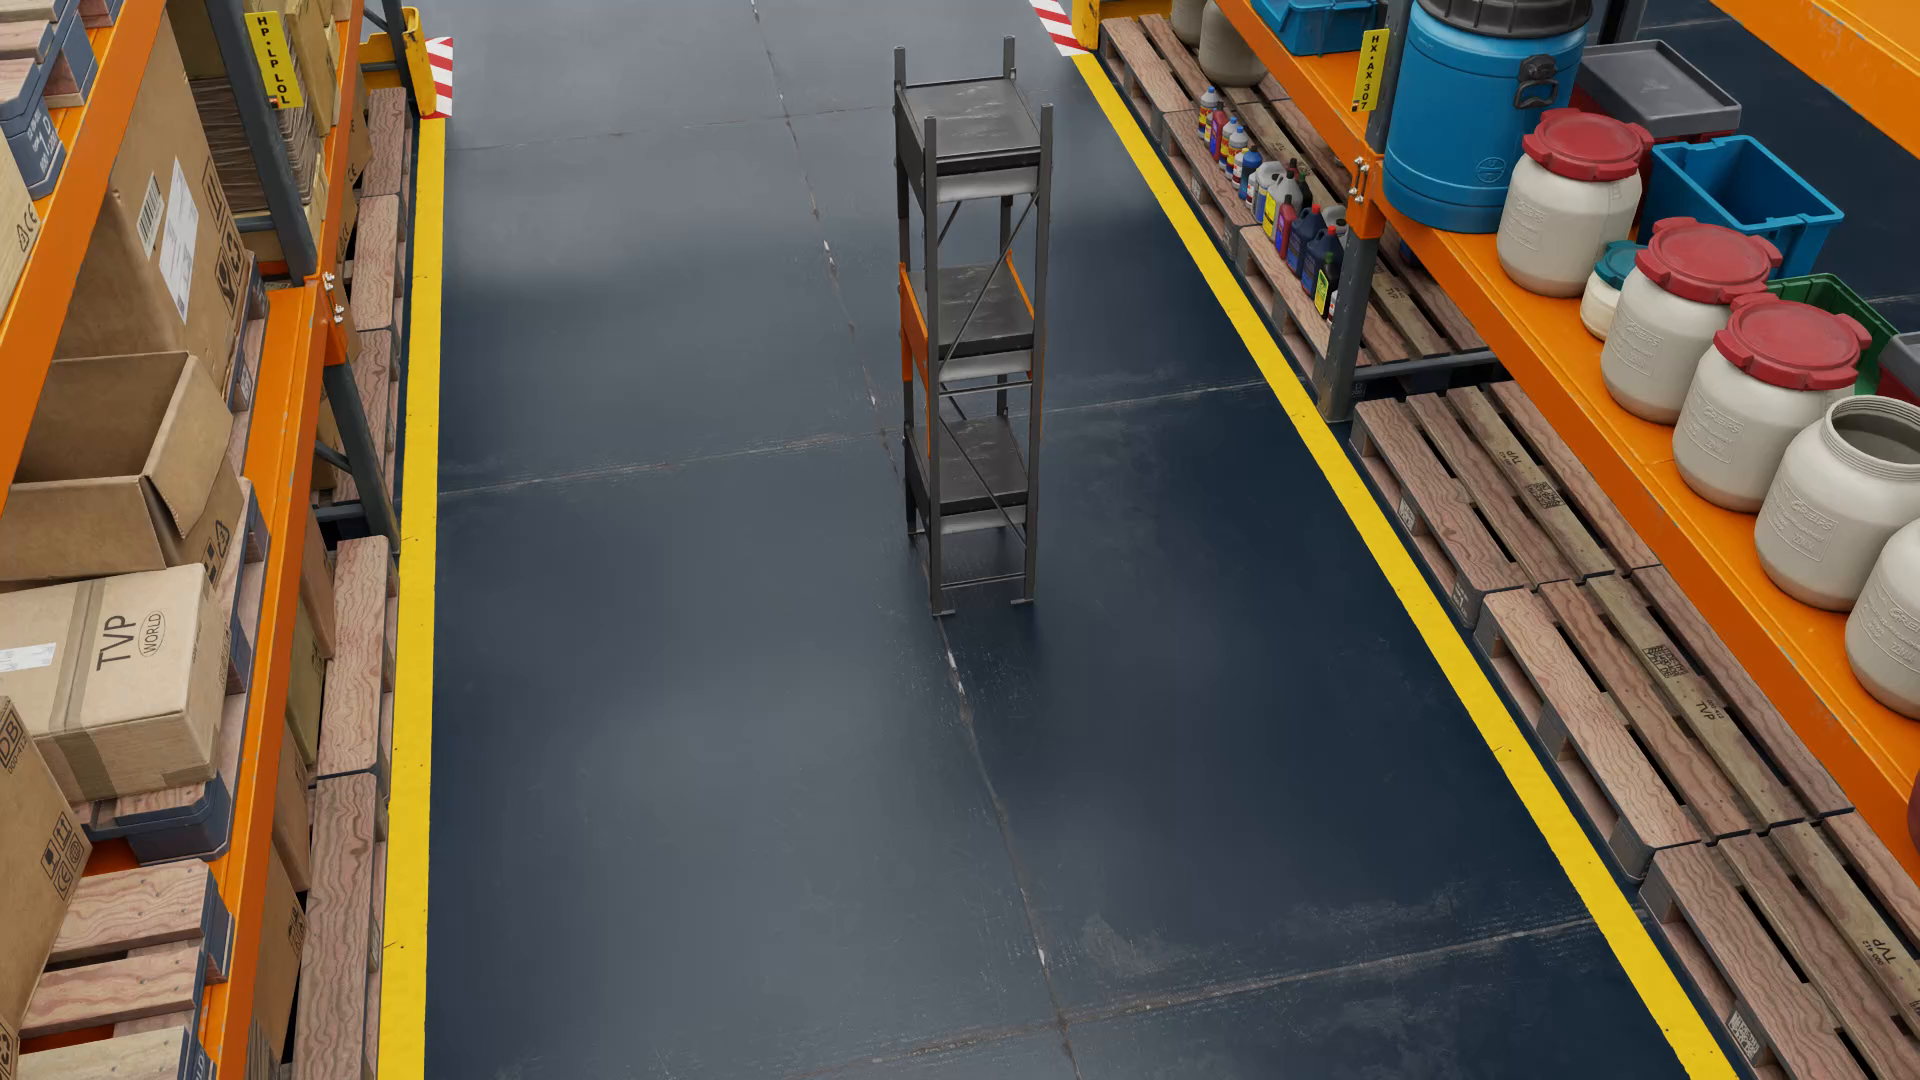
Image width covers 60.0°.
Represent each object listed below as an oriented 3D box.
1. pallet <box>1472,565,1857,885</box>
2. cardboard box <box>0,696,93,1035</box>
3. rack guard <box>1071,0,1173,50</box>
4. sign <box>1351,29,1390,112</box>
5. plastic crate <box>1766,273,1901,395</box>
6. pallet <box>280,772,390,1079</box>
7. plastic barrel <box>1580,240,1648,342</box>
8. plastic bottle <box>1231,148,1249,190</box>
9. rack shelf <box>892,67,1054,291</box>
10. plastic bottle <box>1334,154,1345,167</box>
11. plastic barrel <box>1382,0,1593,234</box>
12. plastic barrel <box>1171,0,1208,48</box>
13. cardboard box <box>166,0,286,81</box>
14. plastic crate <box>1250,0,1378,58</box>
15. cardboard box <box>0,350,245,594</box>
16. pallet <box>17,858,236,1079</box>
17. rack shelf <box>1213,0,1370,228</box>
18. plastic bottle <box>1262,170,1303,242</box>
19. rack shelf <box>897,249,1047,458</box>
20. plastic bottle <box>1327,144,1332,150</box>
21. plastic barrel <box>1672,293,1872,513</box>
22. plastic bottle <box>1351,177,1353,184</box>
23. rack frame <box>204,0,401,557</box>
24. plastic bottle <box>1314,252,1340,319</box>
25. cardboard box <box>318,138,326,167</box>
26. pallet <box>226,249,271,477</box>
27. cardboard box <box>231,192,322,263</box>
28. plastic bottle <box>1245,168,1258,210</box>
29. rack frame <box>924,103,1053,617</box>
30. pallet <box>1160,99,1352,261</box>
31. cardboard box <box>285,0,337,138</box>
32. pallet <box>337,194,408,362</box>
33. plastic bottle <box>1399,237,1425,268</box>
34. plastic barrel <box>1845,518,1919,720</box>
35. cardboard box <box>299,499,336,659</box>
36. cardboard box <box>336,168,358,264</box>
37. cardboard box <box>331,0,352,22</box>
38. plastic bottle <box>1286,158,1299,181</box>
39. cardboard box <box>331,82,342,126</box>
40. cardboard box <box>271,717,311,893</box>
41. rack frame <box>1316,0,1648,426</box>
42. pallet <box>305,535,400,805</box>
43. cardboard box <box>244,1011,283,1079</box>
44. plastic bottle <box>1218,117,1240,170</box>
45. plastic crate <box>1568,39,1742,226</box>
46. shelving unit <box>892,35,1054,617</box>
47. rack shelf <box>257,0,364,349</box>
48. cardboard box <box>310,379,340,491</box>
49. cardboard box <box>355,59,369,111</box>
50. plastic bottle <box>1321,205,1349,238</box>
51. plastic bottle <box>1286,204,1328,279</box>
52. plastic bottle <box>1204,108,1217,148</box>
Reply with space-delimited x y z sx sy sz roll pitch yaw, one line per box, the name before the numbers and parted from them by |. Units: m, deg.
pallet | 2.561 0.601 5.914 1.003 0.211 1.213 -8 42 -9
cardboard box | -2.259 0.679 3.334 0.700 0.500 0.500 -3 42 -3
rack guard | 1.286 -3.353 10.151 1.175 0.500 0.348 -8 42 -9
sign | 1.548 -1.769 6.275 0.100 0.325 0.005 -8 42 -9
plastic crate | 2.739 -0.570 5.292 0.450 0.188 0.662 -8 42 -9
pallet | -2.313 1.312 5.113 1.003 0.211 1.213 -8 42 -9
plastic barrel | 2.223 -0.806 5.503 0.301 0.262 0.301 0 42 0
plastic bottle | 1.428 -1.877 8.382 0.097 0.201 0.097 0 42 0
rack shelf | 0.036 -1.191 5.476 0.431 0.518 0.480 -8 42 -9
plastic bottle | 1.988 -2.034 8.558 0.097 0.201 0.097 0 42 0
plastic barrel | 1.875 -1.631 5.951 0.600 0.901 0.708 -8 42 -9
plastic barrel | 1.440 -3.141 9.587 0.421 0.512 0.421 0 42 0
cardboard box | -2.598 -1.879 5.554 0.500 0.500 0.500 -8 42 -9
plastic crate | 1.583 -2.360 7.262 0.499 0.251 0.616 -8 42 -9
cardboard box | -2.285 -0.113 4.224 0.797 0.503 0.637 -4 42 -5
pallet | -2.143 1.190 3.294 1.213 0.211 1.003 -8 42 -9
rack shelf | 1.656 -2.765 8.147 1.077 0.370 4.000 -8 42 -9
plastic bottle | 1.556 -1.621 7.981 0.144 0.351 0.185 -9 42 -10
rack shelf | 0.036 -0.668 5.941 0.431 0.518 0.480 -8 42 -9
plastic bottle | 1.972 -2.169 8.648 0.061 0.283 0.133 -8 42 -9
plastic barrel | 2.331 -0.381 4.817 0.433 0.535 0.433 0 42 0
plastic bottle | 2.046 -1.827 8.269 0.152 0.276 0.135 -8 42 -9
rack frame | -2.749 -1.028 5.648 1.000 3.000 0.127 -8 42 -9
plastic bottle | 1.661 -1.151 7.502 0.061 0.283 0.133 -6 42 -7
cardboard box | -2.624 -1.438 6.300 0.380 0.149 0.250 -8 42 -9
pallet | -2.726 -0.440 5.131 1.003 0.211 1.213 -8 42 -9
cardboard box | -2.502 -1.116 5.937 0.380 0.149 0.250 -8 42 -9
plastic bottle | 1.472 -1.744 8.232 0.097 0.201 0.097 0 42 0
rack frame | 0.088 -0.520 5.754 0.400 2.100 0.015 -8 42 -9
pallet | 1.716 -1.928 8.764 1.003 0.211 1.213 -8 42 -9
cardboard box | -2.859 -1.806 6.226 0.875 0.500 0.500 -8 42 -9
pallet | -3.195 -1.208 7.952 1.003 0.211 1.213 -8 42 -9
plastic bottle | 2.177 -1.474 7.814 0.144 0.351 0.185 -8 42 -9
plastic barrel | 2.520 0.177 4.207 0.421 0.512 0.421 0 42 0
cardboard box | -2.637 0.143 5.880 0.700 0.500 0.500 -11 43 -13
cardboard box | -3.215 -1.645 7.910 0.500 0.500 0.500 -5 42 -5
cardboard box | -2.923 -2.414 7.400 0.380 0.149 0.250 -8 42 -9
plastic bottle | 1.628 -1.718 8.140 0.061 0.283 0.133 -8 42 -9
cardboard box | -2.701 -1.767 6.670 0.380 0.149 0.250 -8 42 -9
cardboard box | -2.432 0.818 5.121 0.700 0.500 0.500 -12 43 -13
rack frame | 2.087 -1.738 6.448 1.000 3.000 0.127 -8 42 -9
pallet | -2.580 0.519 6.006 1.003 0.211 1.213 -8 42 -9
cardboard box | -2.182 1.546 4.300 0.700 0.500 0.500 -12 43 -13
plastic bottle | 1.385 -2.033 8.504 0.097 0.271 0.097 0 42 0
plastic crate | 2.490 -1.492 6.123 0.402 0.464 0.583 -8 42 -9
shelving unit | 0.036 -0.678 5.932 0.431 2.100 0.503 -8 42 -9
rack shelf | -3.181 -2.055 7.348 1.077 0.370 4.000 -8 42 -9
cardboard box | -2.796 -0.515 6.637 0.500 0.500 0.500 -10 42 -11
cardboard box | -3.494 -2.436 8.801 0.500 0.500 0.500 -1 42 -1
plastic bottle | 1.765 -1.422 7.812 0.152 0.276 0.135 -8 42 -9
plastic bottle | 1.625 -1.412 7.745 0.144 0.351 0.185 -10 43 -11
plastic bottle | 1.333 -2.161 8.702 0.097 0.201 0.097 0 42 0
